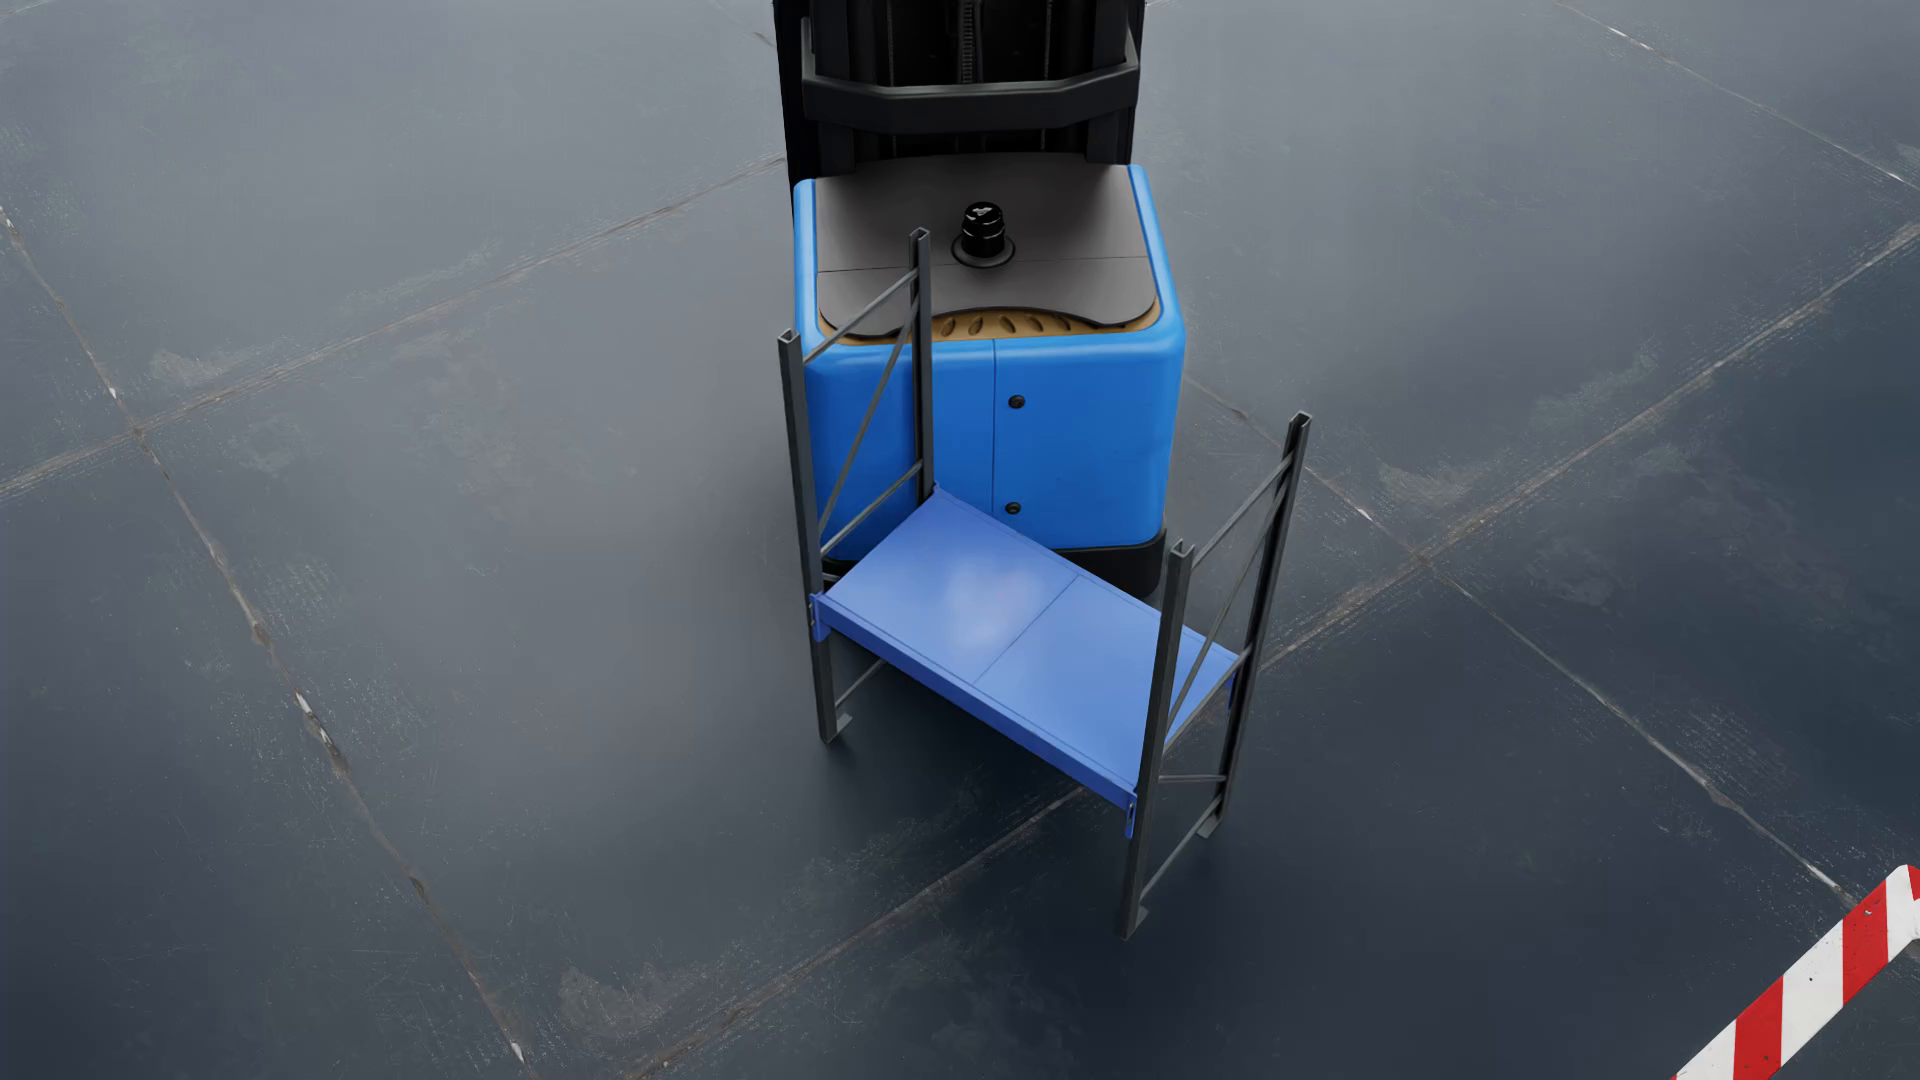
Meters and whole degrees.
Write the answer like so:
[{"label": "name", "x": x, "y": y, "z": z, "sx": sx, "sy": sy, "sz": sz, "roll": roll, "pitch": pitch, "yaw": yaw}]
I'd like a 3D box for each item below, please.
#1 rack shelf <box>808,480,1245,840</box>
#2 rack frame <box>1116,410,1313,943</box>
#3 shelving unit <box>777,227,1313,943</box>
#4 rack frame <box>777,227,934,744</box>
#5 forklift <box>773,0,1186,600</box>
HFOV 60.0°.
[{"label": "rack shelf", "x": 0.168, "y": 0.275, "z": 4.231, "sx": 1.000, "sy": 0.185, "sz": 0.538, "roll": 30, "pitch": 54, "yaw": 24}, {"label": "rack frame", "x": 0.570, "y": 0.385, "z": 3.888, "sx": 0.032, "sy": 1.500, "sz": 0.500, "roll": 30, "pitch": 54, "yaw": 24}, {"label": "shelving unit", "x": 0.168, "y": 0.154, "z": 4.098, "sx": 1.048, "sy": 1.500, "sz": 0.538, "roll": 30, "pitch": 54, "yaw": 24}, {"label": "rack frame", "x": -0.234, "y": -0.076, "z": 4.307, "sx": 0.032, "sy": 1.500, "sz": 0.500, "roll": 30, "pitch": 54, "yaw": 24}, {"label": "forklift", "x": -0.021, "y": -1.847, "z": 4.946, "sx": 1.130, "sy": 2.935, "sz": 3.031, "roll": -3, "pitch": 48, "yaw": -3}]
